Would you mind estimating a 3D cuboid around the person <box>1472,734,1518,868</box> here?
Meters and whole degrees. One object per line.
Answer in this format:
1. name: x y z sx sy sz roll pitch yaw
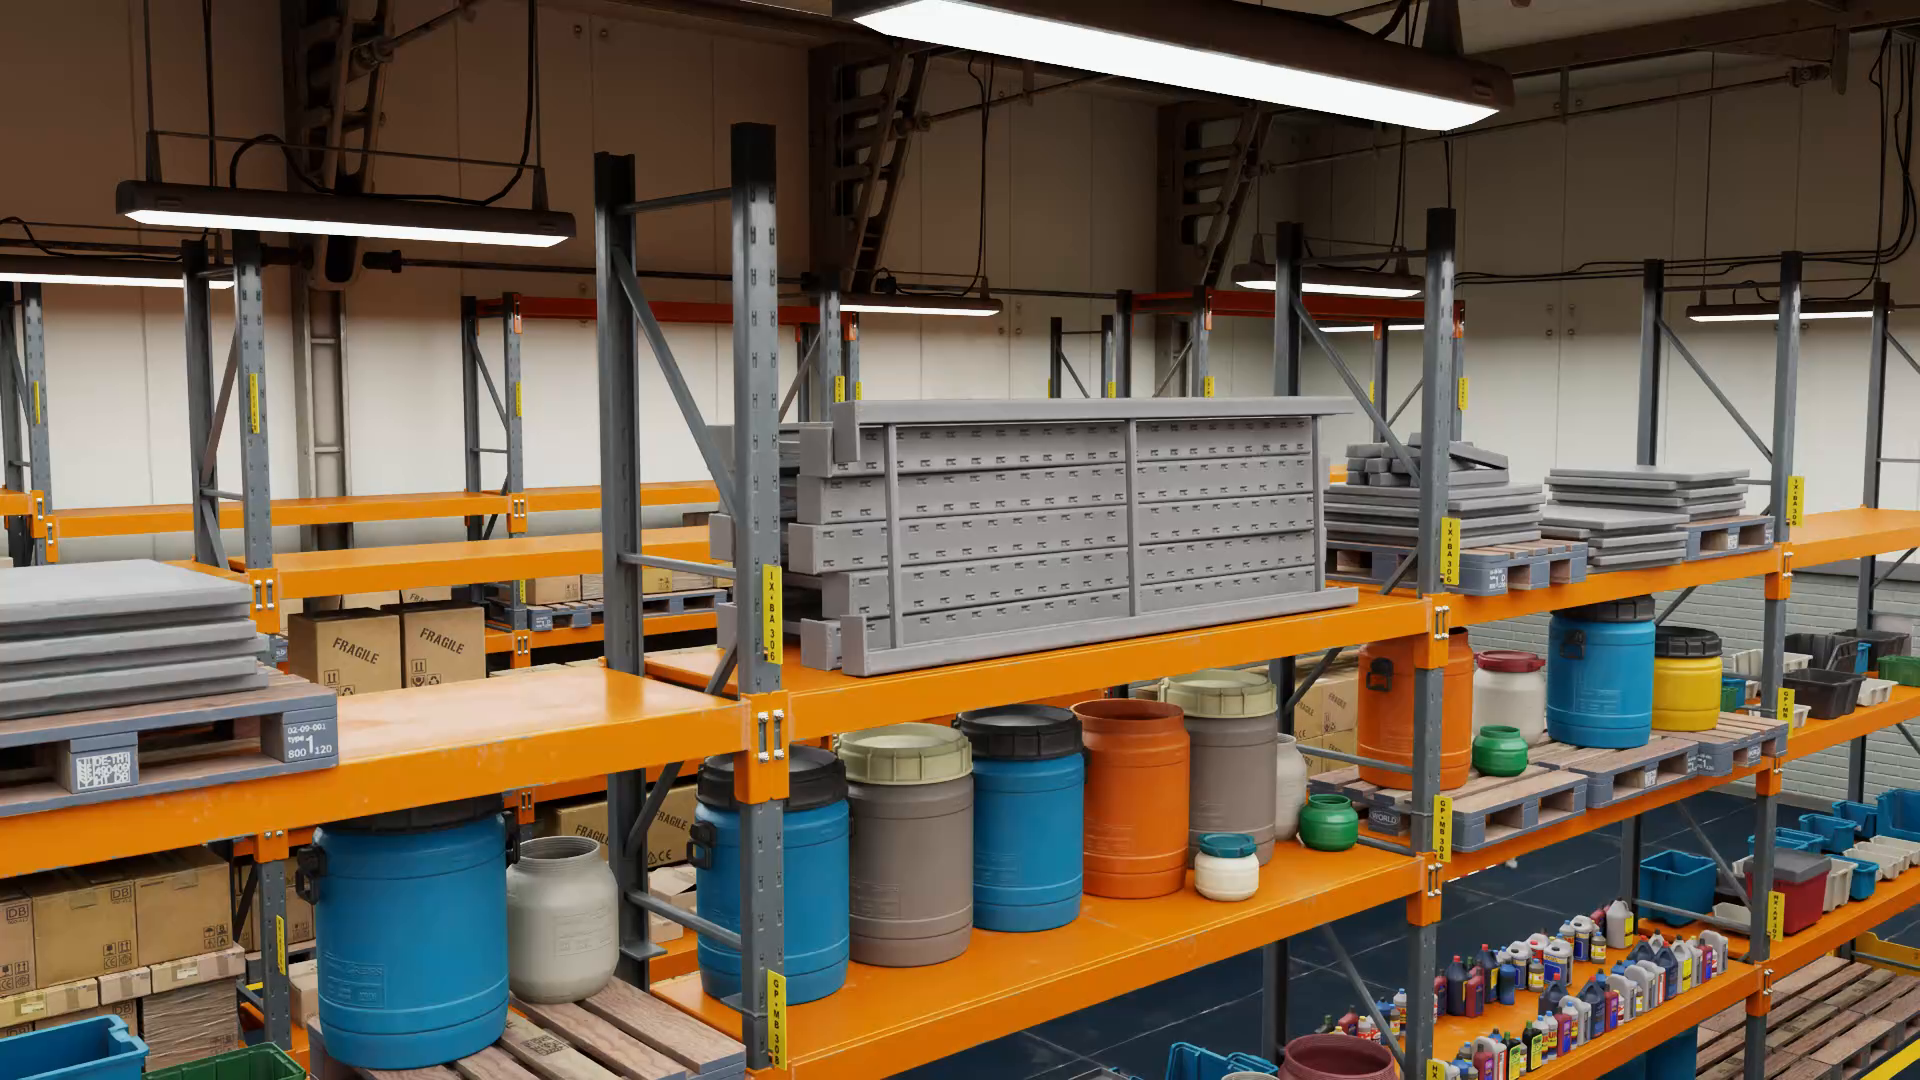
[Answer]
1. person: 5.839 2.602 17.945 0.656 1.829 0.750 -1 5 -8
